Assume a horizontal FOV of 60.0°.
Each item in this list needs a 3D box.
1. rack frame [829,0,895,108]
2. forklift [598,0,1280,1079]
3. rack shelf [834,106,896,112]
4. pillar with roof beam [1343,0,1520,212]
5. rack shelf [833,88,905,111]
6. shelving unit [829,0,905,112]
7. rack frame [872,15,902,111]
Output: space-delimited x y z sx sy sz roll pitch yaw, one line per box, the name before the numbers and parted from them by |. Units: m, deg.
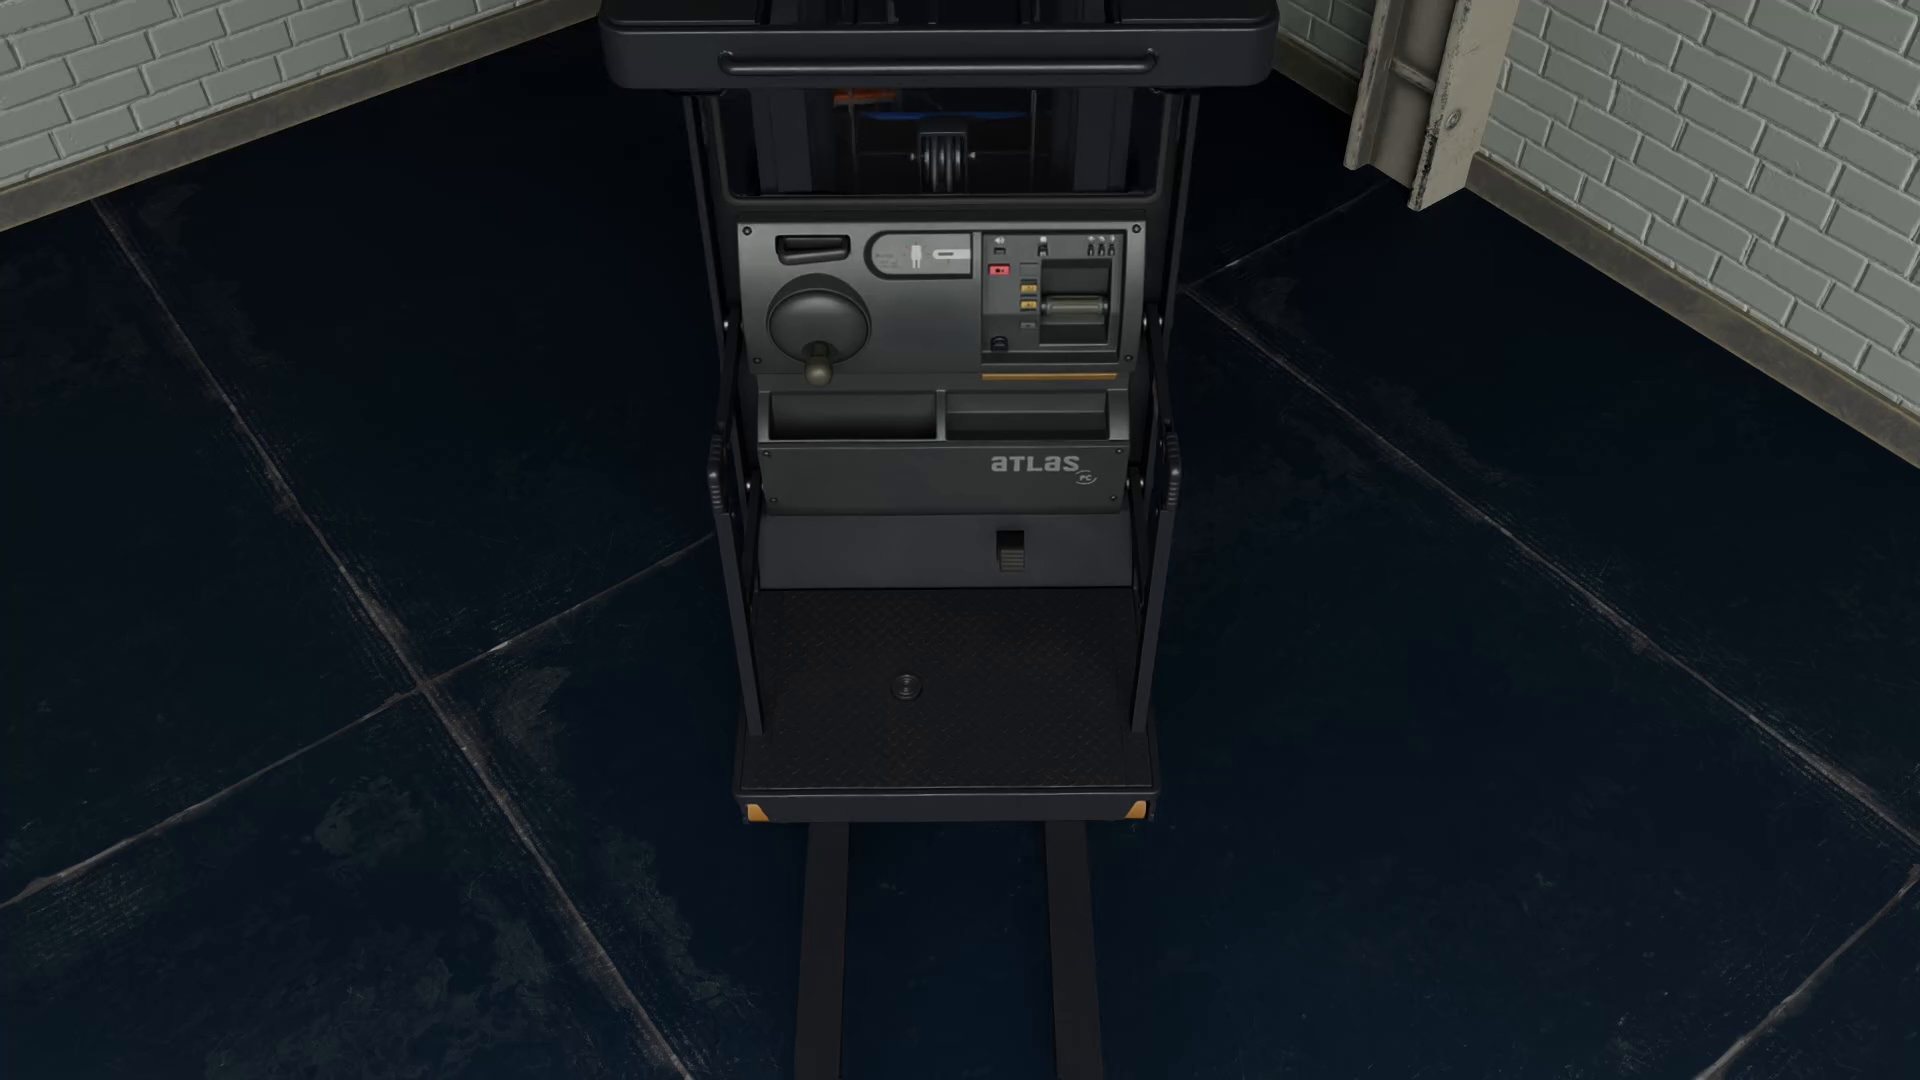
rack frame | -0.314 -1.215 5.555 0.240 1.200 0.006 -4 37 -4
forklift | -0.037 -0.456 3.685 1.130 2.935 3.031 0 48 0
rack shelf | -0.309 -1.317 5.365 0.258 0.103 0.180 -4 37 -4
pillar with roof beam | -1.668 -2.537 1.476 9.100 9.000 0.400 -29 54 -24
rack shelf | -0.311 -1.413 5.293 0.258 0.103 0.180 -4 37 -4
shelving unit | -0.305 -1.161 5.482 0.258 1.200 0.189 -4 37 -4
rack frame | -0.296 -1.106 5.409 0.240 1.200 0.006 -4 37 -4
